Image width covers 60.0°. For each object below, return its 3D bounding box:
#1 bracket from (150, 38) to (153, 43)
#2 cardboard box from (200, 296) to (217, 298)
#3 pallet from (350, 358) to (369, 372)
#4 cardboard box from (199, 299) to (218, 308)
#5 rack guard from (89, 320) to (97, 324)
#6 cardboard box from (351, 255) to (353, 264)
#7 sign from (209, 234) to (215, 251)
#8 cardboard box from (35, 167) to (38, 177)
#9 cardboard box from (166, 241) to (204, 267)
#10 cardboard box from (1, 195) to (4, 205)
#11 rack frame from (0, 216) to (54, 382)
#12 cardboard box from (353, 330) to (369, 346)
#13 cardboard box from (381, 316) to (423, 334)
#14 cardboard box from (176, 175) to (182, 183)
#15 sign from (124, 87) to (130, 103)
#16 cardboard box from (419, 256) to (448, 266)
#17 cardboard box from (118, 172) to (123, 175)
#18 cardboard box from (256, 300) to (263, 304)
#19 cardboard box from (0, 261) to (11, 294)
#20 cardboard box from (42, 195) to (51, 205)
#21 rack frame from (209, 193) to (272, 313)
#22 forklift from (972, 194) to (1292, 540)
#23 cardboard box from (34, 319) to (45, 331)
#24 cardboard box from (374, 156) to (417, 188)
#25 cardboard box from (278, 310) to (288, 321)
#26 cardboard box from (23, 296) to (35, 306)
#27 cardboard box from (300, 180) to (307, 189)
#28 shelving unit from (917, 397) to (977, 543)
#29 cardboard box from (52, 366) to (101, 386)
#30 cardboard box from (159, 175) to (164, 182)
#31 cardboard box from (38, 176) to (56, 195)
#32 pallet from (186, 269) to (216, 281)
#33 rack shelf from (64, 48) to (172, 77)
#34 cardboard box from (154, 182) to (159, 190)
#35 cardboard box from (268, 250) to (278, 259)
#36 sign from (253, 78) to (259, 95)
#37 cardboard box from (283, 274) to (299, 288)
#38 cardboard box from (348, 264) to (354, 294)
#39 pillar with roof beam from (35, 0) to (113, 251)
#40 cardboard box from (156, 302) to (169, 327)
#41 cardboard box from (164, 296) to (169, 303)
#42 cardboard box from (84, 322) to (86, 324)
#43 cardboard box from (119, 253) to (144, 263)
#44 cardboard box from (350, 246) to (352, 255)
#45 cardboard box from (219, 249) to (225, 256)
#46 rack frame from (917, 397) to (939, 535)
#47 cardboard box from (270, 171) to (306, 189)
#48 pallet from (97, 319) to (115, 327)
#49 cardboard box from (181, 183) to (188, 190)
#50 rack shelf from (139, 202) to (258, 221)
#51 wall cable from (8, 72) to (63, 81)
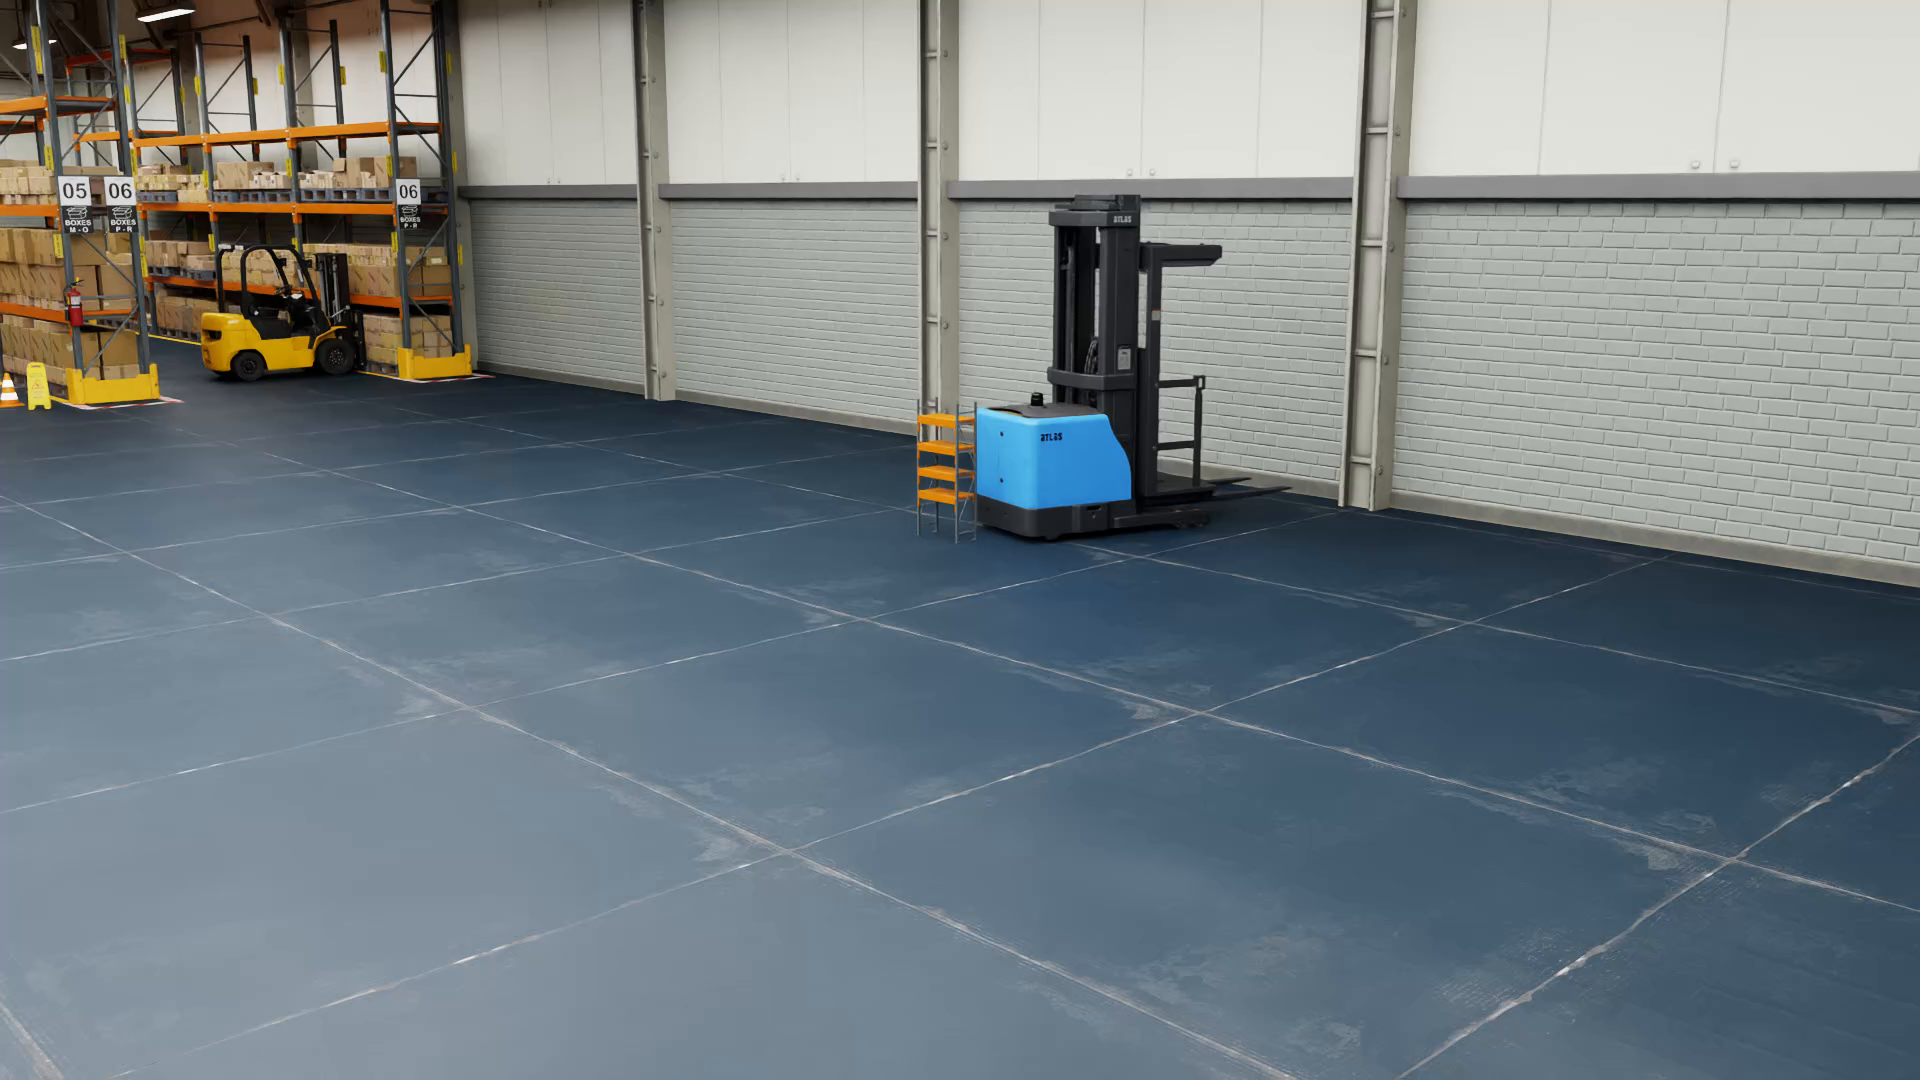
[{"bbox_3d":[-17.374,-10.883,36.013,0.235,0.232,0.430,-11,16,-43],"label":"bracket"},{"bbox_3d":[-15.832,-5.076,35.160,0.380,0.149,0.250,-10,16,-41],"label":"cardboard box"},{"bbox_3d":[-10.111,-3.110,28.983,1.003,0.211,1.213,-11,16,-43],"label":"pallet"},{"bbox_3d":[-15.274,-4.820,33.921,0.380,0.149,0.250,-10,15,-41],"label":"cardboard box"},{"bbox_3d":[-19.711,-5.292,38.857,1.175,0.500,0.348,-11,16,-43],"label":"rack guard"},{"bbox_3d":[-10.167,-4.803,28.435,0.380,0.149,0.250,-11,16,-43],"label":"cardboard box"},{"bbox_3d":[-14.625,-5.811,32.509,0.100,0.325,0.005,-11,16,-43],"label":"sign"},{"bbox_3d":[-13.227,-5.366,24.238,0.380,0.149,0.250,-11,16,-42],"label":"cardboard box"},{"bbox_3d":[-15.930,-5.906,34.356,0.700,0.500,0.500,-11,16,-43],"label":"cardboard box"},{"bbox_3d":[-14.635,-5.283,25.810,0.380,0.149,0.250,-11,16,-43],"label":"cardboard box"},{"bbox_3d":[-15.064,-4.083,26.798,1.000,3.000,0.127,-11,16,-43],"label":"rack frame"},{"bbox_3d":[-9.987,-3.470,28.357,0.500,0.250,0.500,-11,16,-44],"label":"cardboard box"},{"bbox_3d":[-9.258,-3.564,27.574,0.500,0.250,0.500,-10,15,-41],"label":"cardboard box"},{"bbox_3d":[-15.587,-7.294,33.596,0.380,0.149,0.250,-11,16,-42],"label":"cardboard box"},{"bbox_3d":[-17.407,-9.305,34.764,0.100,0.325,0.005,-11,16,-43],"label":"sign"},{"bbox_3d":[-8.761,-4.644,27.665,0.250,0.149,0.380,11,16,44],"label":"cardboard box"},{"bbox_3d":[-17.881,-7.842,36.005,0.500,0.250,0.500,-11,16,-43],"label":"cardboard box"},{"bbox_3d":[-14.374,-4.778,33.716,0.380,0.149,0.250,-10,15,-40],"label":"cardboard box"},{"bbox_3d":[-14.599,-4.105,25.918,0.500,0.500,0.500,-11,16,-43],"label":"cardboard box"},{"bbox_3d":[-12.946,-4.891,23.905,0.380,0.149,0.250,-11,16,-42],"label":"cardboard box"},{"bbox_3d":[-14.239,-5.359,32.992,1.000,3.000,0.127,-11,16,-43],"label":"rack frame"},{"bbox_3d":[1.654,-1.623,15.026,3.031,2.935,1.130,-6,13,-28],"label":"forklift"},{"bbox_3d":[-13.698,-3.244,25.032,0.380,0.149,0.250,-10,15,-40],"label":"cardboard box"},{"bbox_3d":[-9.196,-5.995,27.108,0.500,0.500,0.500,-10,15,-41],"label":"cardboard box"},{"bbox_3d":[-12.376,-4.007,31.272,0.875,0.625,0.625,-11,16,-43],"label":"cardboard box"},{"bbox_3d":[-14.008,-3.649,25.311,0.380,0.149,0.250,-11,16,-43],"label":"cardboard box"},{"bbox_3d":[-11.387,-6.269,29.305,0.380,0.149,0.250,-10,16,-41],"label":"cardboard box"},{"bbox_3d":[-0.114,-0.612,14.408,0.258,1.200,0.503,-11,16,-43],"label":"shelving unit"},{"bbox_3d":[-13.071,-2.443,24.607,0.500,0.250,0.500,-11,16,-43],"label":"cardboard box"},{"bbox_3d":[-16.173,-7.407,34.091,0.380,0.149,0.250,-11,16,-42],"label":"cardboard box"},{"bbox_3d":[-12.850,-5.078,23.827,0.500,0.250,0.500,-11,16,-43],"label":"cardboard box"},{"bbox_3d":[-14.758,-5.355,33.444,1.213,0.211,1.003,-11,16,-43],"label":"pallet"},{"bbox_3d":[-18.383,-10.449,36.374,1.077,0.370,4.000,-11,16,-43],"label":"rack shelf"},{"bbox_3d":[-16.376,-7.296,34.293,0.380,0.149,0.250,-11,16,-43],"label":"cardboard box"},{"bbox_3d":[-12.609,-5.306,30.879,0.250,0.149,0.380,11,16,44],"label":"cardboard box"},{"bbox_3d":[-13.840,-8.911,32.654,0.100,0.325,0.005,-11,16,-43],"label":"sign"},{"bbox_3d":[-12.014,-4.739,30.353,0.500,0.250,0.500,-10,16,-41],"label":"cardboard box"},{"bbox_3d":[-10.305,-4.500,28.571,0.500,0.500,0.500,-11,16,-42],"label":"cardboard box"},{"bbox_3d":[-24.088,-9.385,37.661,9.100,9.000,0.548,-11,16,-43],"label":"pillar with roof beam"},{"bbox_3d":[-16.830,-4.823,35.540,0.500,0.500,0.500,-10,15,-40],"label":"cardboard box"},{"bbox_3d":[-16.699,-5.123,35.392,0.250,0.149,0.380,11,16,44],"label":"cardboard box"},{"bbox_3d":[-14.109,-3.187,26.361,0.500,0.500,0.500,-11,16,-42],"label":"cardboard box"},{"bbox_3d":[-18.221,-6.202,36.713,0.500,0.250,0.500,-11,16,-43],"label":"cardboard box"},{"bbox_3d":[-10.178,-4.950,28.413,0.380,0.149,0.250,-11,16,-42],"label":"cardboard box"},{"bbox_3d":[-14.232,-5.639,32.491,0.380,0.149,0.250,-10,15,-41],"label":"cardboard box"},{"bbox_3d":[-0.283,-0.647,14.580,0.240,1.200,0.015,-11,16,-43],"label":"rack frame"},{"bbox_3d":[-12.153,-6.528,30.160,0.500,0.311,0.500,11,16,43],"label":"cardboard box"},{"bbox_3d":[-19.160,-5.034,38.322,1.003,0.211,1.213,-11,16,-43],"label":"pallet"},{"bbox_3d":[-15.528,-7.160,33.681,0.380,0.149,0.250,-10,15,-41],"label":"cardboard box"},{"bbox_3d":[-15.620,-6.768,34.178,1.077,0.370,4.000,-11,16,-43],"label":"rack shelf"},{"bbox_3d":[-22.736,-13.191,42.356,2.988,3.039,0.133,-11,16,-43],"label":"wall cable"}]
